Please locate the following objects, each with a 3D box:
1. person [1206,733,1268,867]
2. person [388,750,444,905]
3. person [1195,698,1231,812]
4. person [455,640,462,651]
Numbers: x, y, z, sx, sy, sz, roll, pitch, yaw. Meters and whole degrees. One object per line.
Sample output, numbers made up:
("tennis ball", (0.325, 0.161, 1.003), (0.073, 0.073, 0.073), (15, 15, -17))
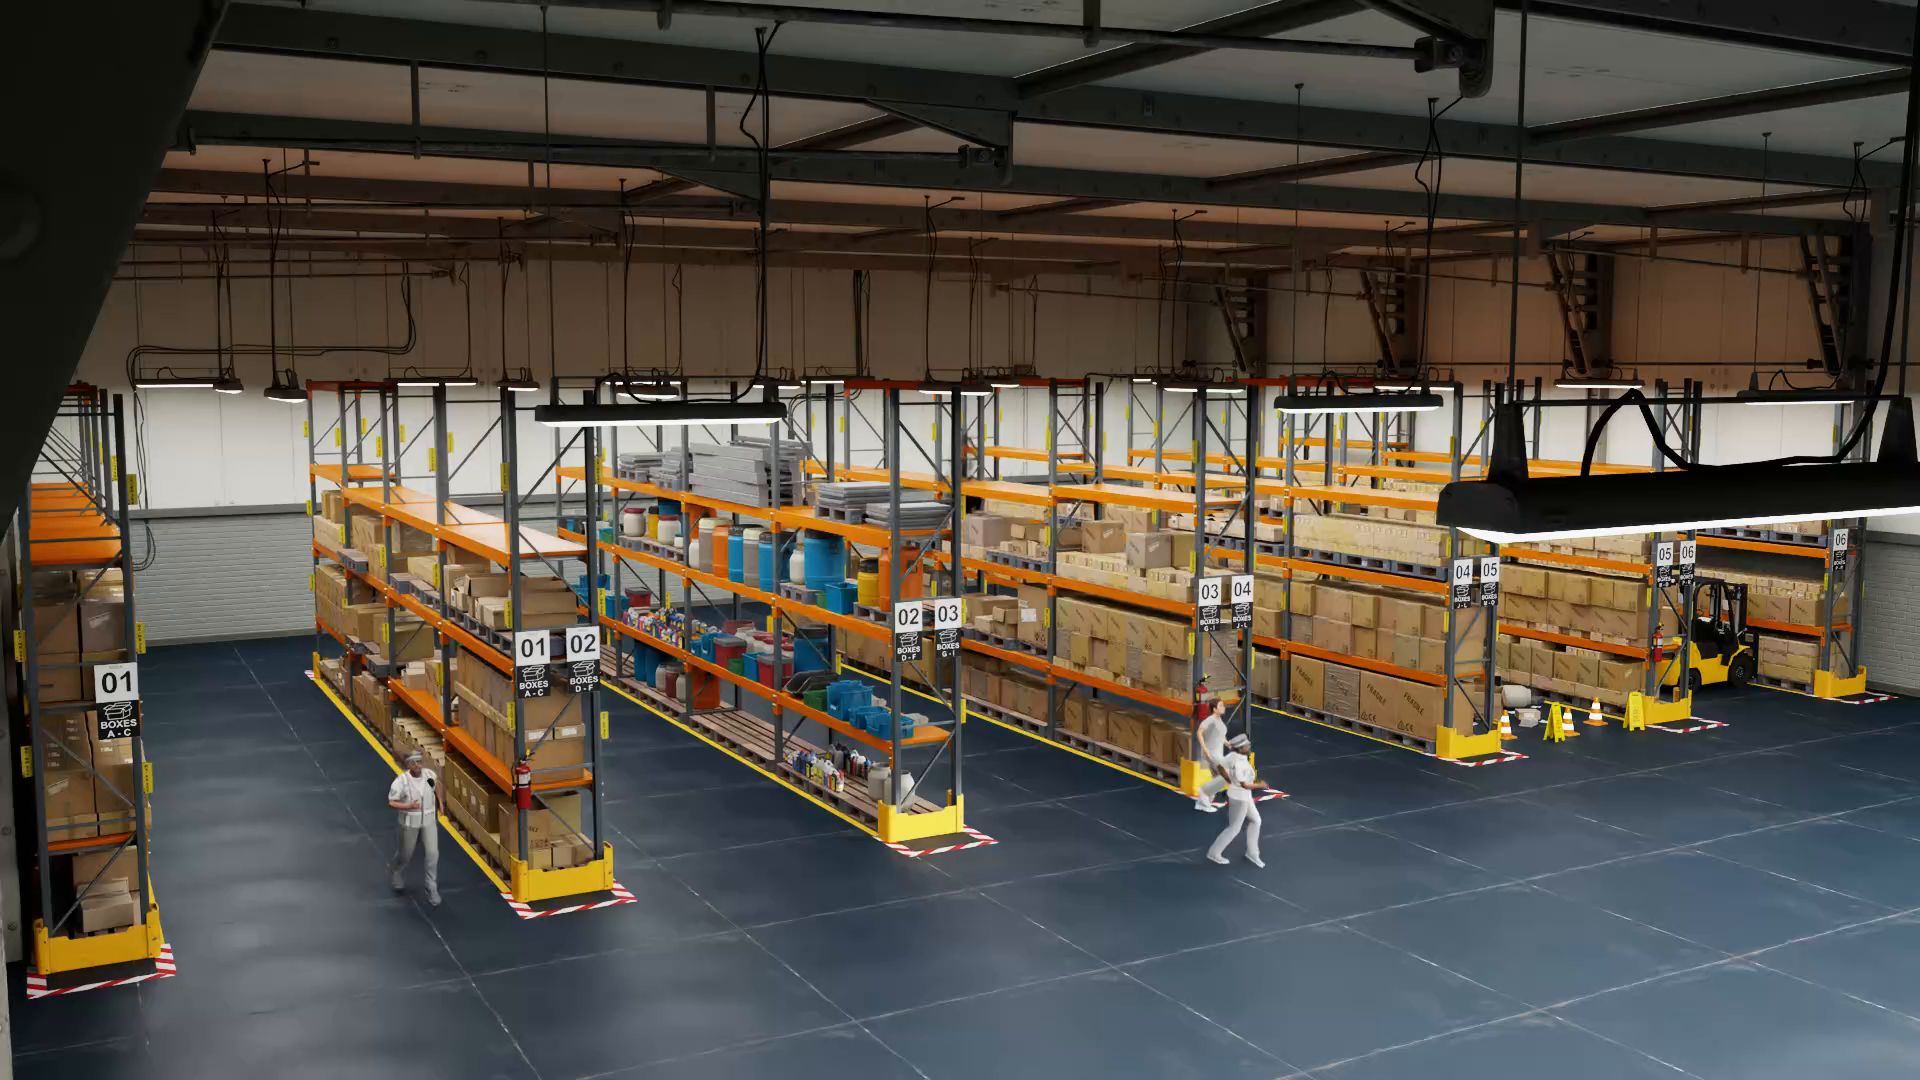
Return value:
("person", (3.490, 3.284, 20.894), (0.742, 1.750, 0.581), (0, 6, 4))
("person", (-6.462, 3.354, 19.749), (0.671, 1.825, 0.964), (-4, 7, -35))
("person", (3.613, 3.035, 23.457), (0.556, 1.617, 0.576), (3, 7, 23))
("person", (-9.942, 1.921, 33.159), (0.651, 1.835, 0.803), (-4, 7, -34))
